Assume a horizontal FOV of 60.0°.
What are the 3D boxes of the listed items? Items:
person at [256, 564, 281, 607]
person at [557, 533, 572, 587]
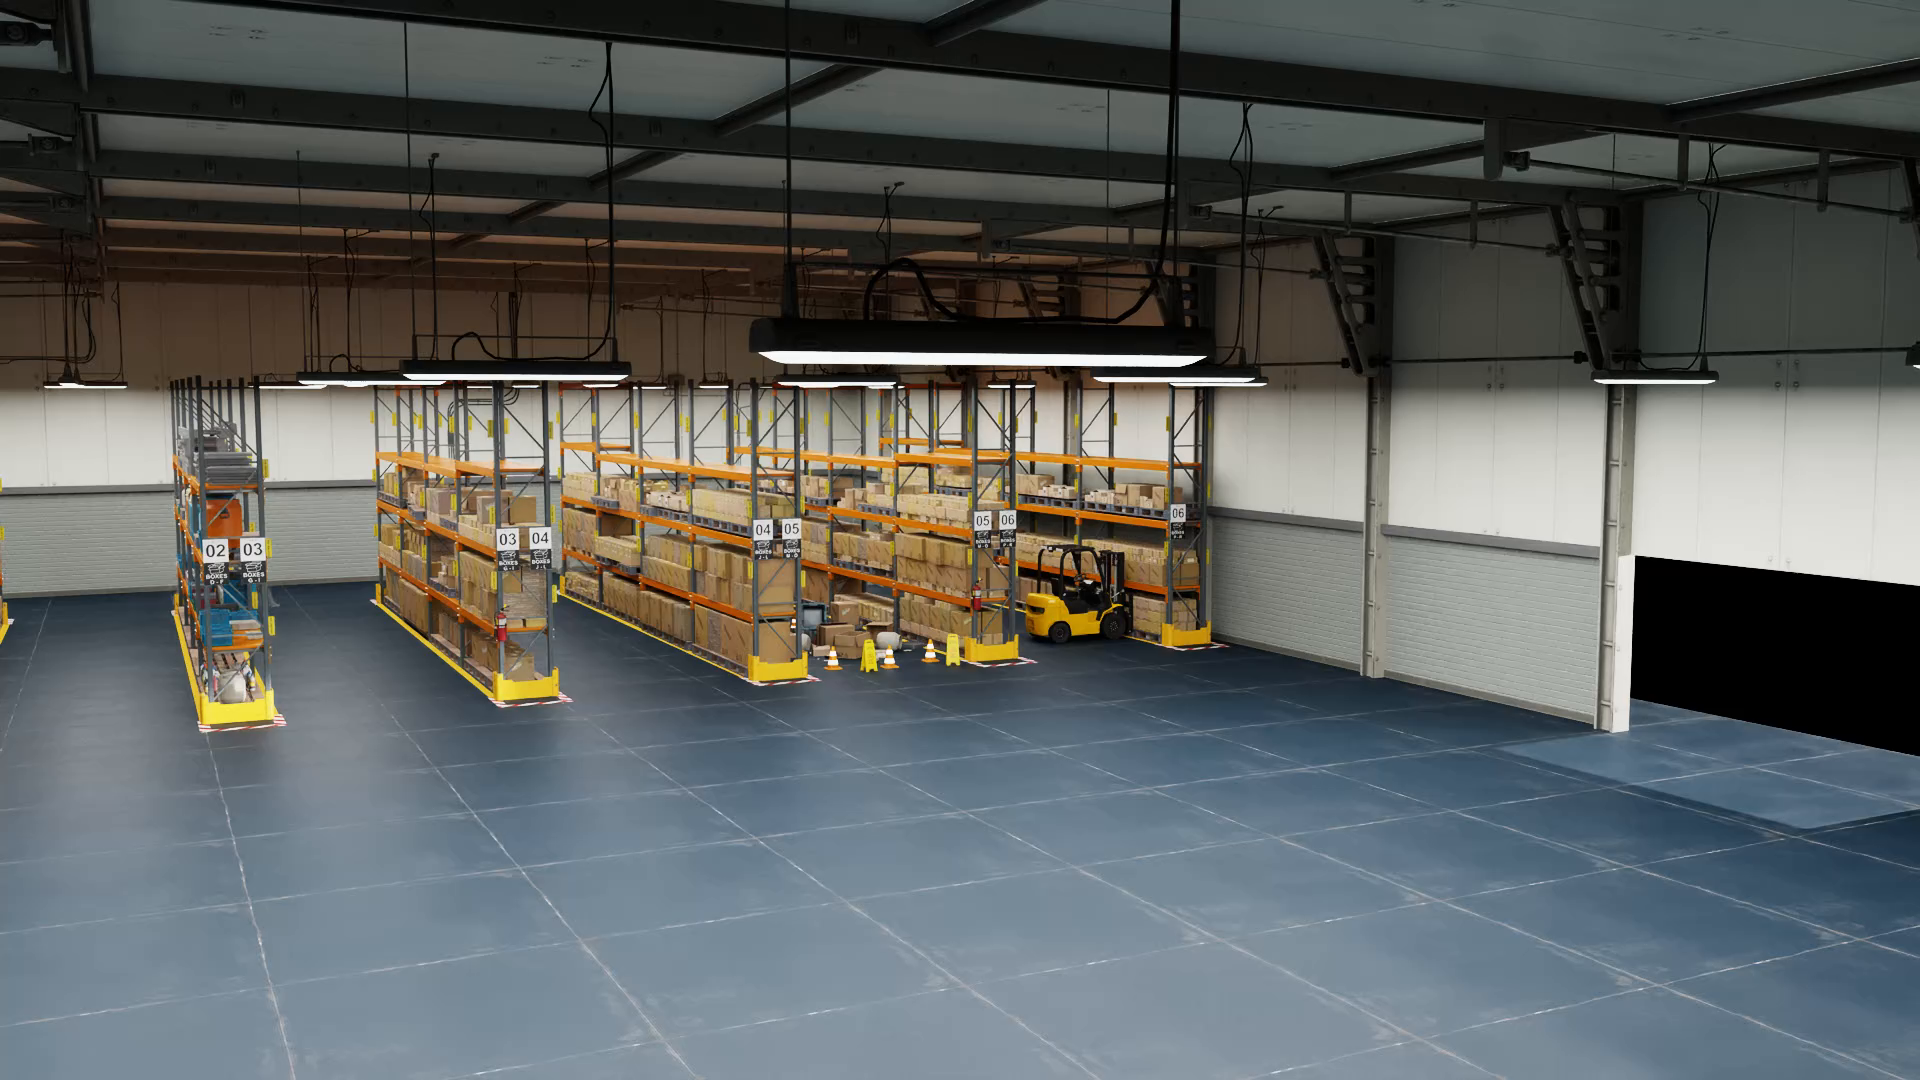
[{"bbox_3d":[-18.609,0.952,44.218,0.928,1.661,0.660,1,5,13],"label":"person"},{"bbox_3d":[-11.695,0.567,49.216,0.551,1.586,0.754,2,5,20],"label":"person"}]
